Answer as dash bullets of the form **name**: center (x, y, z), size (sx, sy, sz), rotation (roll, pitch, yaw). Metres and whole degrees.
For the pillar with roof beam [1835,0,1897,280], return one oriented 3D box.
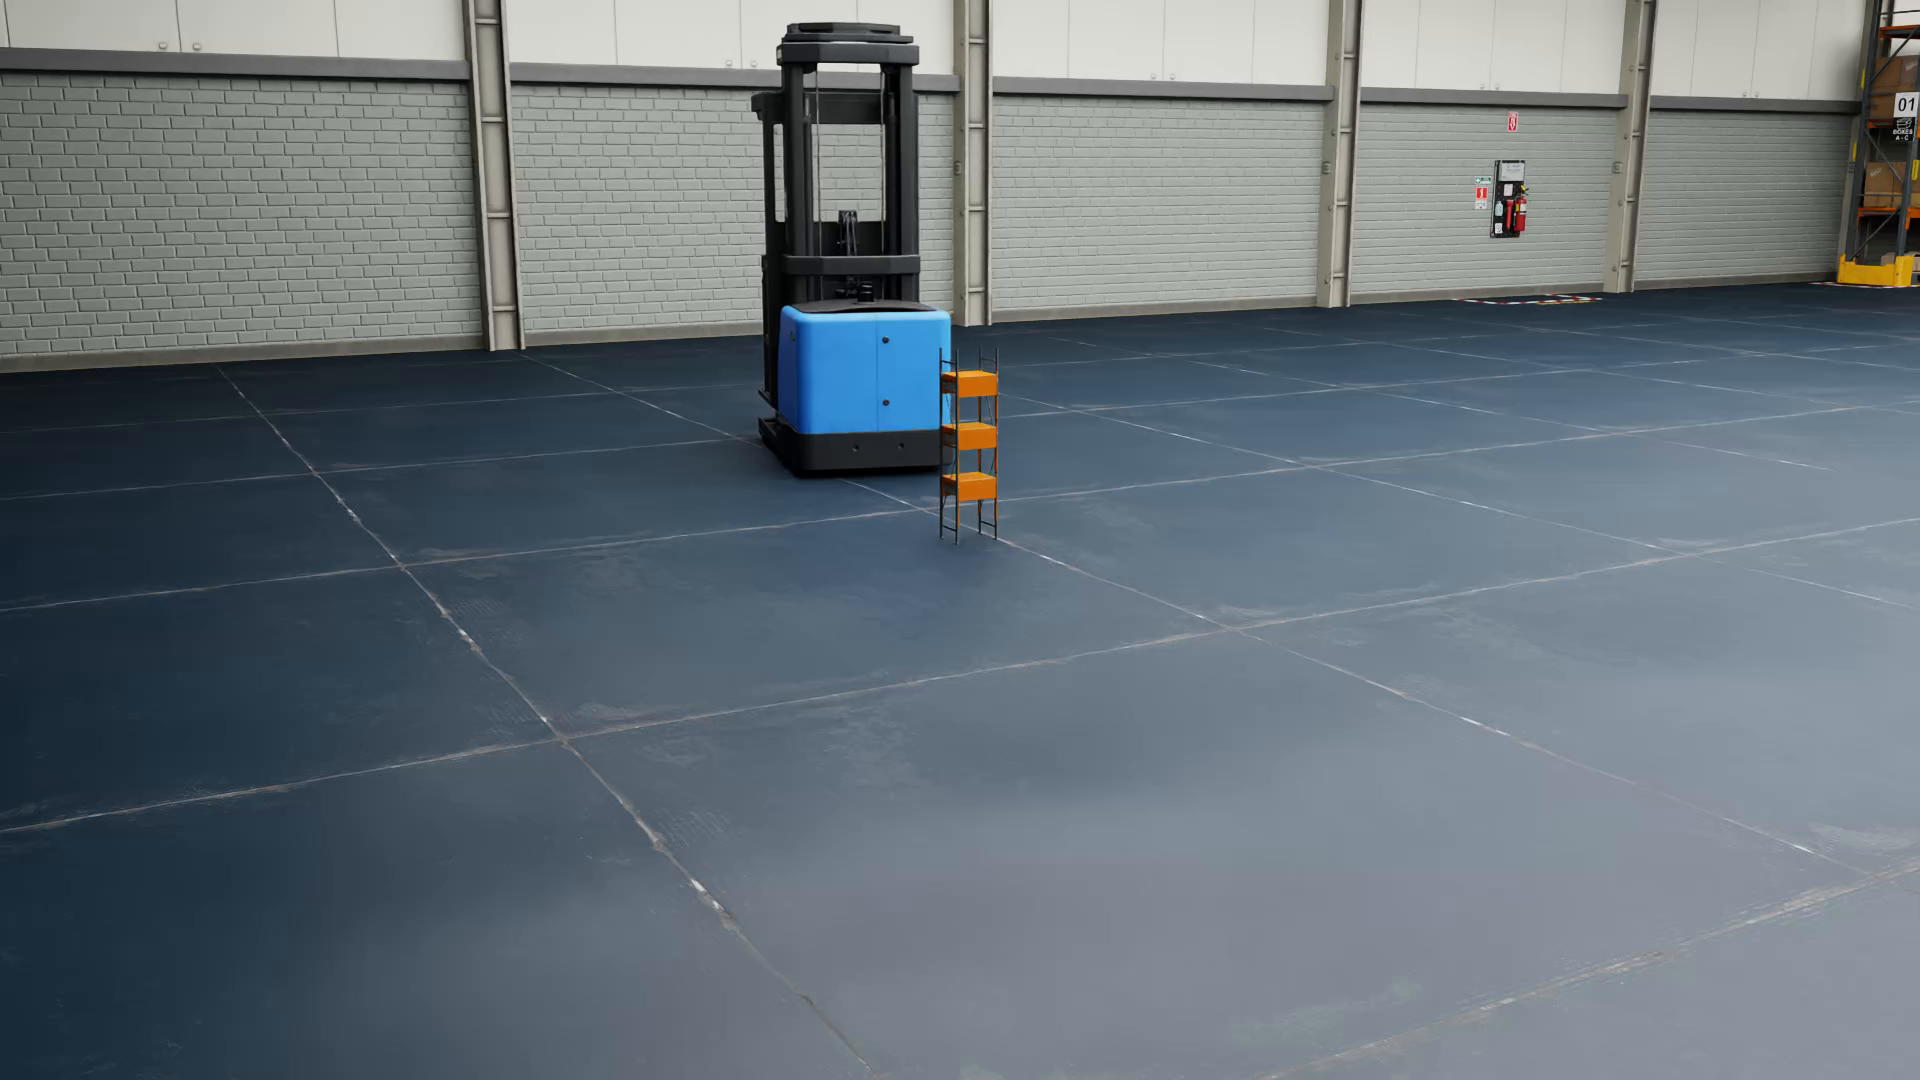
- **pillar with roof beam**: center (18.025, -8.230, 25.182), size (0.400, 9.000, 9.100), rotation (-7, 14, -28)

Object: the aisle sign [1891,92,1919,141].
- **aisle sign**: center (15.843, -7.095, 27.883), size (0.004, 0.787, 0.394), rotation (-7, 14, -28)

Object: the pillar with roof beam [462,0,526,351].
- **pillar with roof beam**: center (-3.041, -5.705, 13.963), size (0.400, 9.000, 9.100), rotation (-7, 14, -28)

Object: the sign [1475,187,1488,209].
- **sign**: center (7.973, -5.228, 25.425), size (0.234, 0.329, 0.001), rotation (-7, 14, -28)

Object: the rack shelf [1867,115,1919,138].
- **rack shelf**: center (17.517, -7.215, 29.143), size (4.000, 0.370, 1.077), rotation (-7, 14, -28)

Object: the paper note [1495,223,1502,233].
- **paper note**: center (8.320, -4.814, 25.672), size (0.142, 0.148, 0.016), rotation (-7, 14, -28)

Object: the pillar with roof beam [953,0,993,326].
- **pillar with roof beam**: center (2.225, -6.336, 16.767), size (0.400, 9.000, 9.100), rotation (-7, 14, -28)

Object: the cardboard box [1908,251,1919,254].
- **cardboard box**: center (16.913, -4.910, 29.218), size (0.500, 0.311, 0.500), rotation (-6, 14, -23)

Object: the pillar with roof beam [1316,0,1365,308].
- **pillar with roof beam**: center (7.492, -6.967, 19.572), size (0.400, 9.000, 9.100), rotation (-7, 14, -28)

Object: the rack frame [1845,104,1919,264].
- **rack frame**: center (15.762, -5.892, 28.459), size (0.127, 3.000, 1.000), rotation (-7, 14, -28)

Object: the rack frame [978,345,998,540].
- **rack frame**: center (0.154, -0.531, 9.076), size (0.008, 1.050, 0.200), rotation (-7, 14, -28)

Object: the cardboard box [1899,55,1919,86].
- **cardboard box**: center (16.216, -7.896, 27.979), size (0.500, 0.500, 0.500), rotation (-8, 15, -32)

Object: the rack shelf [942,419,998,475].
- **rack shelf**: center (0.047, -0.507, 9.021), size (0.240, 0.259, 0.215), rotation (-7, 14, -28)

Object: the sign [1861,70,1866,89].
- **sign**: center (15.514, -7.897, 28.517), size (0.005, 0.325, 0.100), rotation (-7, 14, -28)

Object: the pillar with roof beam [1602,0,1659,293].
- **pillar with roof beam**: center (12.758, -7.598, 22.377), size (0.400, 9.000, 9.100), rotation (-7, 14, -28)

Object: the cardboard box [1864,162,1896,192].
- **cardboard box**: center (16.074, -6.285, 28.793), size (0.500, 0.500, 0.500), rotation (-7, 14, -28)

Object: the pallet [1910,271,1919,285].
- **pallet**: center (16.559, -4.618, 29.150), size (1.213, 0.211, 1.003), rotation (-7, 14, -28)

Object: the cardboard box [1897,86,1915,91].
- **cardboard box**: center (16.175, -7.401, 28.058), size (0.500, 0.500, 0.500), rotation (-6, 14, -26)

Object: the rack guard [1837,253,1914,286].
- **rack guard**: center (15.829, -4.681, 28.769), size (0.348, 0.500, 1.175), rotation (-7, 14, -28)

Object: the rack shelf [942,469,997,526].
- **rack shelf**: center (0.047, -0.236, 9.082), size (0.240, 0.259, 0.215), rotation (-7, 14, -28)

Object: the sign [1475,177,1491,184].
- **sign**: center (7.982, -5.485, 25.362), size (0.331, 0.109, 0.001), rotation (-7, 14, -28)

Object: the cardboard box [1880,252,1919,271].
- **cardboard box**: center (16.412, -4.850, 28.952), size (0.500, 0.311, 0.500), rotation (-9, 15, -34)

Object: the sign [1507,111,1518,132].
- **sign**: center (8.453, -6.398, 25.426), size (0.199, 0.298, 0.001), rotation (-7, 14, -28)

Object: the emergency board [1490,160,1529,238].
- **emergency board**: center (8.508, -5.249, 25.599), size (0.643, 1.169, 0.194), rotation (-7, 14, -28)

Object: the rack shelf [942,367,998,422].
- **rack shelf**: center (0.047, -0.784, 8.959), size (0.240, 0.259, 0.215), rotation (-7, 14, -28)

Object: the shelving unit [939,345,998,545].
- **shelving unit**: center (0.047, -0.518, 9.019), size (0.252, 1.050, 0.215), rotation (-7, 14, -28)

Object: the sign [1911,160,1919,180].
- **sign**: center (16.022, -6.210, 27.899), size (0.005, 0.325, 0.100), rotation (-7, 14, -28)

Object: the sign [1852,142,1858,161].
- **sign**: center (15.514, -6.720, 28.782), size (0.005, 0.325, 0.100), rotation (-7, 14, -28)

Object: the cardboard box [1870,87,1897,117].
- **cardboard box**: center (16.007, -7.507, 28.528), size (0.500, 0.500, 0.500), rotation (-6, 14, -24)

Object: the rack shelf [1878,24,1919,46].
- **rack shelf**: center (17.517, -8.677, 28.814), size (4.000, 0.370, 1.077), rotation (-7, 14, -28)

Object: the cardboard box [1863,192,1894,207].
- **cardboard box**: center (16.079, -5.915, 28.857), size (0.500, 0.250, 0.500), rotation (-7, 14, -27)

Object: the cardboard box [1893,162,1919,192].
- **cardboard box**: center (16.325, -6.187, 28.356), size (0.500, 0.500, 0.500), rotation (-7, 14, -28)

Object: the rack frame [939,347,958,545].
- **rack frame**: center (-0.060, -0.505, 8.962), size (0.008, 1.050, 0.200), rotation (-7, 14, -28)

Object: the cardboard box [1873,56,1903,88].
- **cardboard box**: center (16.015, -7.998, 28.432), size (0.500, 0.500, 0.500), rotation (-6, 14, -25)

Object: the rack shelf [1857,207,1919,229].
- **rack shelf**: center (17.517, -5.752, 29.473), size (4.000, 0.370, 1.077), rotation (-7, 14, -28)

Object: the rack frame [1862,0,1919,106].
- **rack frame**: center (15.762, -8.819, 27.800), size (0.127, 3.000, 1.000), rotation (-7, 14, -28)

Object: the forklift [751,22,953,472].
- **forklift**: center (-0.889, -2.155, 12.011), size (1.130, 2.935, 3.031), rotation (-3, 13, -13)

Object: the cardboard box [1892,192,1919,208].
- **cardboard box**: center (16.342, -5.819, 28.429), size (0.500, 0.250, 0.500), rotation (-7, 15, -29)
